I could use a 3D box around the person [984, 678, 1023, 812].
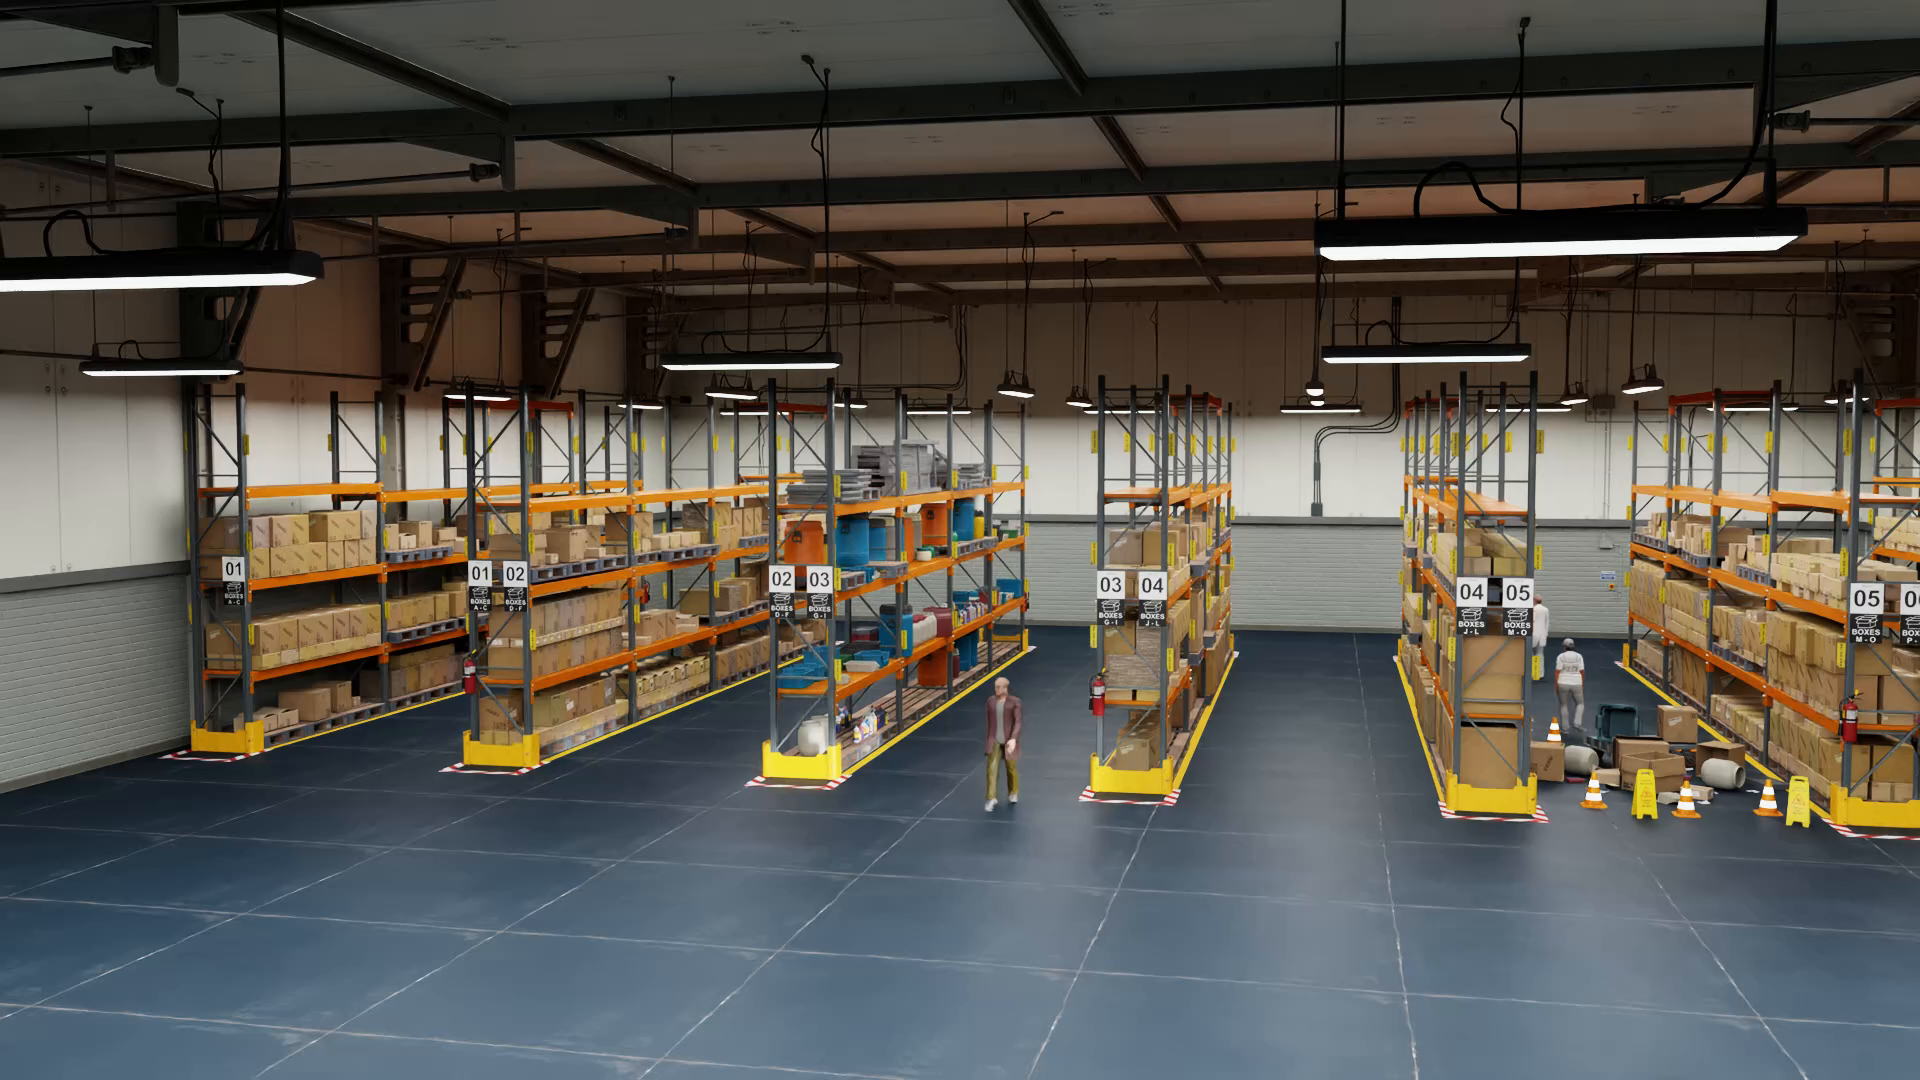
[{"bbox_3d":[0.574,2.801,23.010,0.591,1.780,0.886,1,4,21],"label":"person"}]

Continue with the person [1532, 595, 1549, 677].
[{"bbox_3d":[12.421,2.104,35.751,0.592,1.662,0.546,-1,3,-11],"label":"person"}]

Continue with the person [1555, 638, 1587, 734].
[{"bbox_3d":[10.560,2.535,28.749,0.534,1.660,0.522,1,3,12],"label":"person"}]

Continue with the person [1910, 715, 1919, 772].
[{"bbox_3d":[14.673,2.817,25.231,0.471,1.495,0.736,1,3,16],"label":"person"}]
